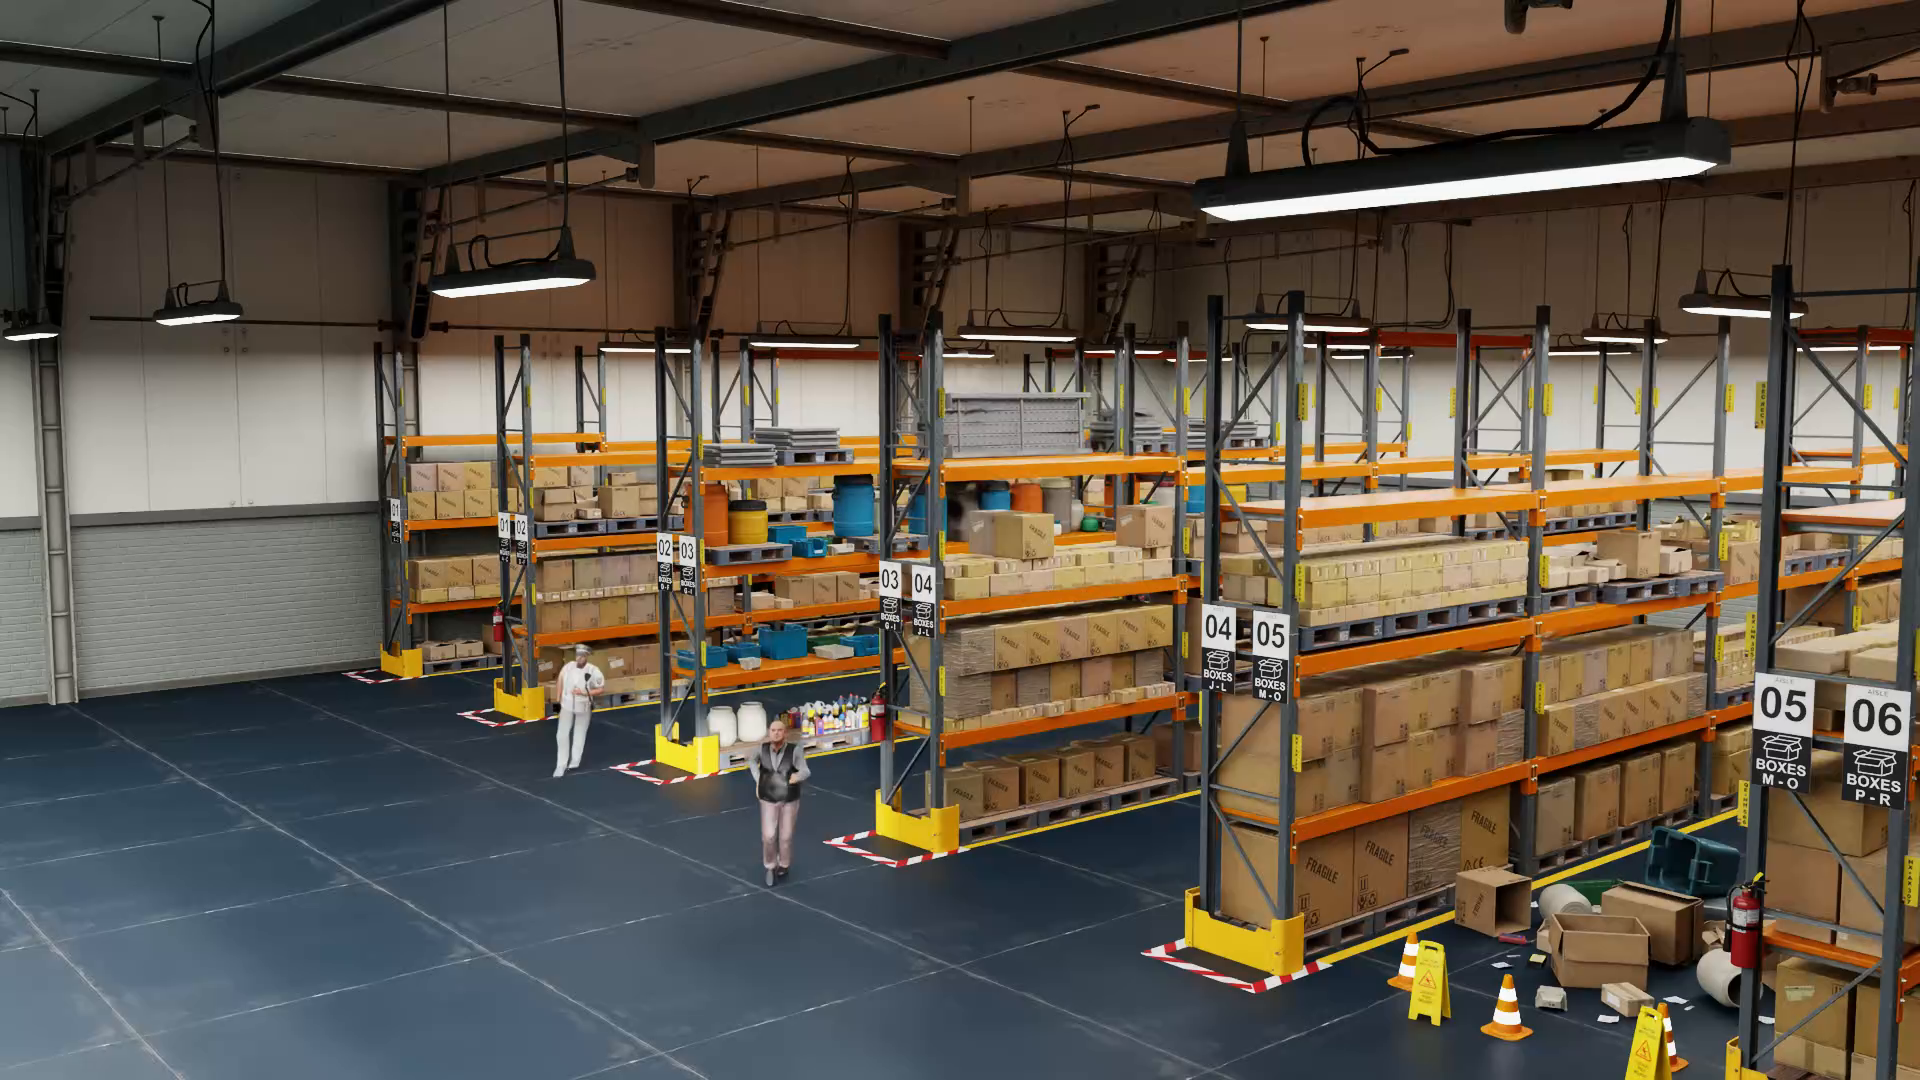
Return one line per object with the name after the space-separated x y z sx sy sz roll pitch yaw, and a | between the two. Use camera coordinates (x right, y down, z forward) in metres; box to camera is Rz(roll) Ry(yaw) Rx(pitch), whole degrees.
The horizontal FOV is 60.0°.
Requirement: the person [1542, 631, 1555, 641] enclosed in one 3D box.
8.536 2.087 24.286 0.702 1.776 0.867 4 7 39 | person

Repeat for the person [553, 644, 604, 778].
-5.098 2.291 22.345 0.684 1.838 0.694 0 5 -1 | person

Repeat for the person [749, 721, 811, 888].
-1.883 2.742 17.308 0.659 1.732 0.734 0 5 -3 | person
